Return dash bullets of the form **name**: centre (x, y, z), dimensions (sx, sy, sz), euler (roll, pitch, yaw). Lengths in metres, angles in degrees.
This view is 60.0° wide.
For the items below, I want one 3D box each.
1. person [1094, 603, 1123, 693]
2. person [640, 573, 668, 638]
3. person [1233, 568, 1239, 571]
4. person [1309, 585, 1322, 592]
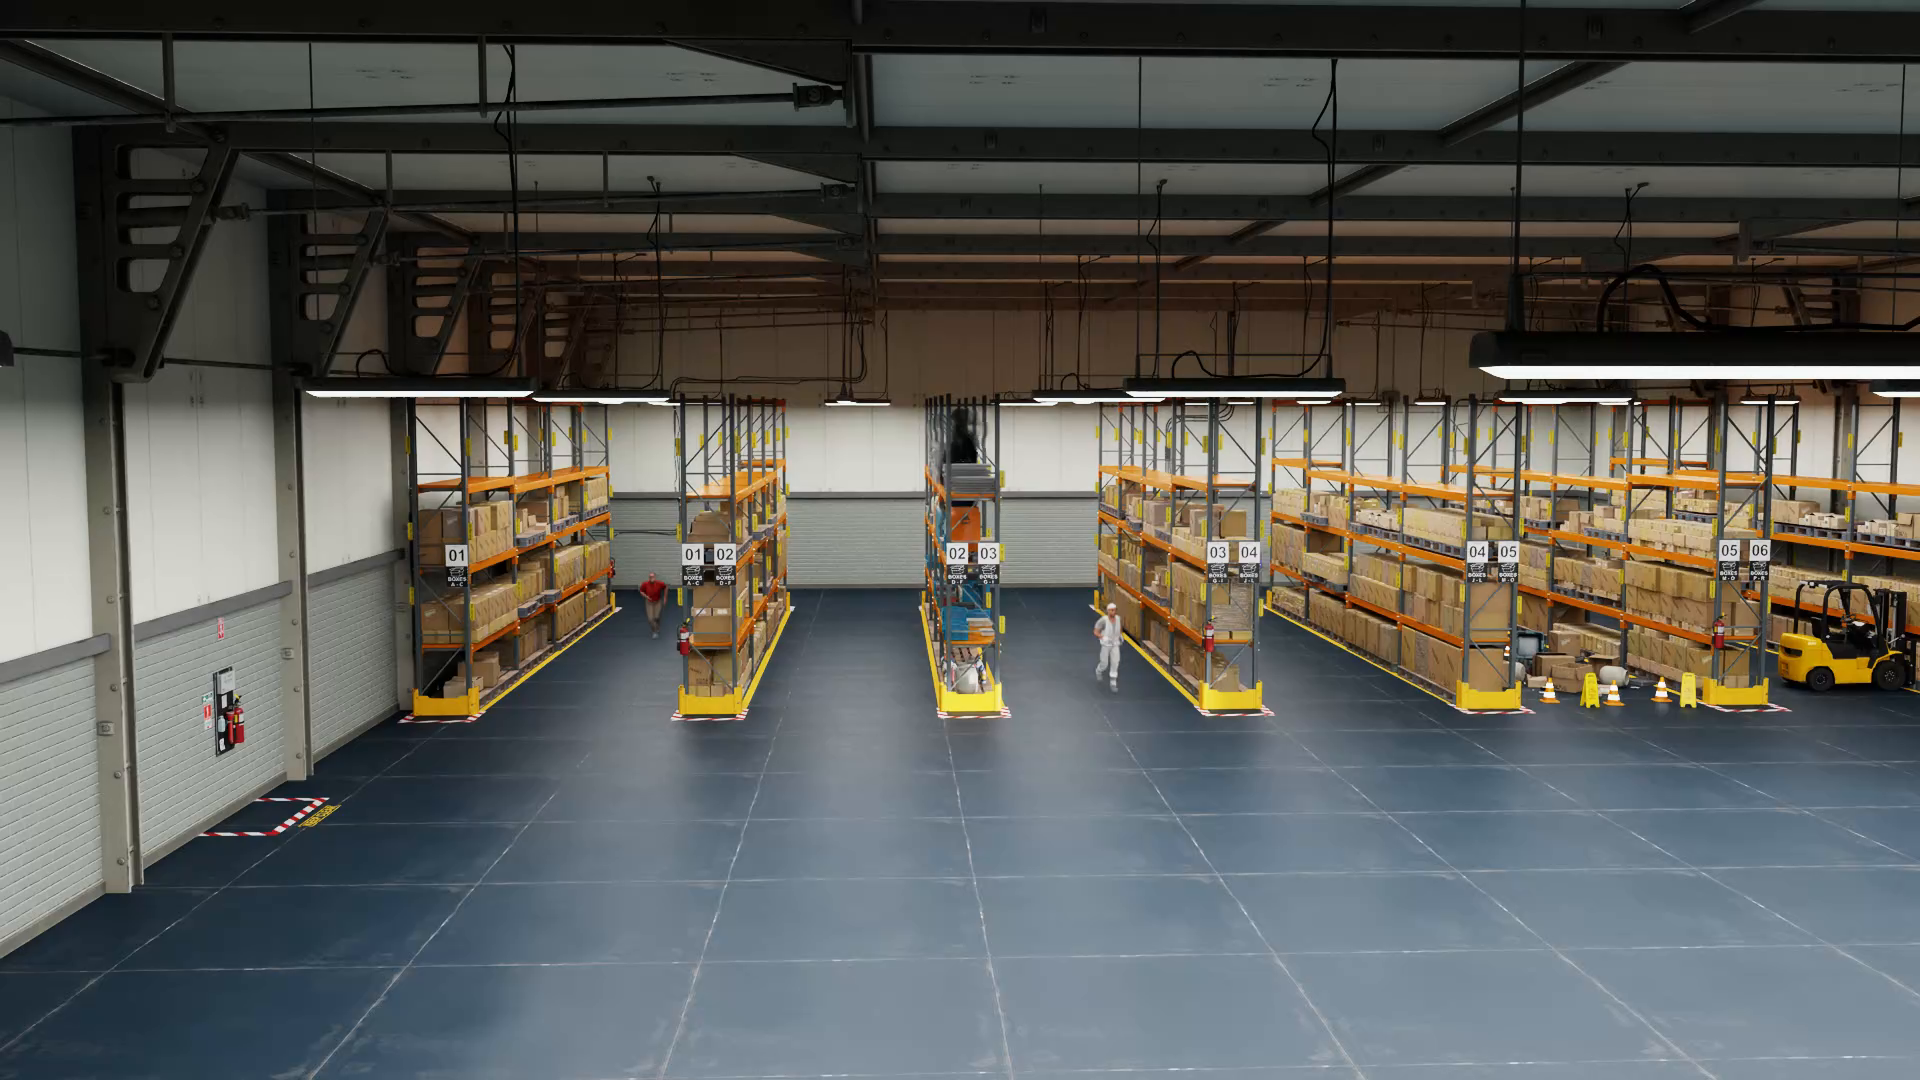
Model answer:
- **person**: centre (3.032, 2.159, 33.869), dimensions (0.685, 1.774, 1.024), euler (-2, 5, -21)
- **person**: centre (-7.663, 1.626, 41.633), dimensions (0.654, 1.656, 0.751), euler (0, 5, -3)
- **person**: centre (7.886, 1.136, 47.857), dimensions (0.584, 1.588, 0.594), euler (3, 5, 30)
- **person**: centre (10.413, 1.086, 48.545), dimensions (0.490, 1.639, 0.668), euler (3, 6, 37)
